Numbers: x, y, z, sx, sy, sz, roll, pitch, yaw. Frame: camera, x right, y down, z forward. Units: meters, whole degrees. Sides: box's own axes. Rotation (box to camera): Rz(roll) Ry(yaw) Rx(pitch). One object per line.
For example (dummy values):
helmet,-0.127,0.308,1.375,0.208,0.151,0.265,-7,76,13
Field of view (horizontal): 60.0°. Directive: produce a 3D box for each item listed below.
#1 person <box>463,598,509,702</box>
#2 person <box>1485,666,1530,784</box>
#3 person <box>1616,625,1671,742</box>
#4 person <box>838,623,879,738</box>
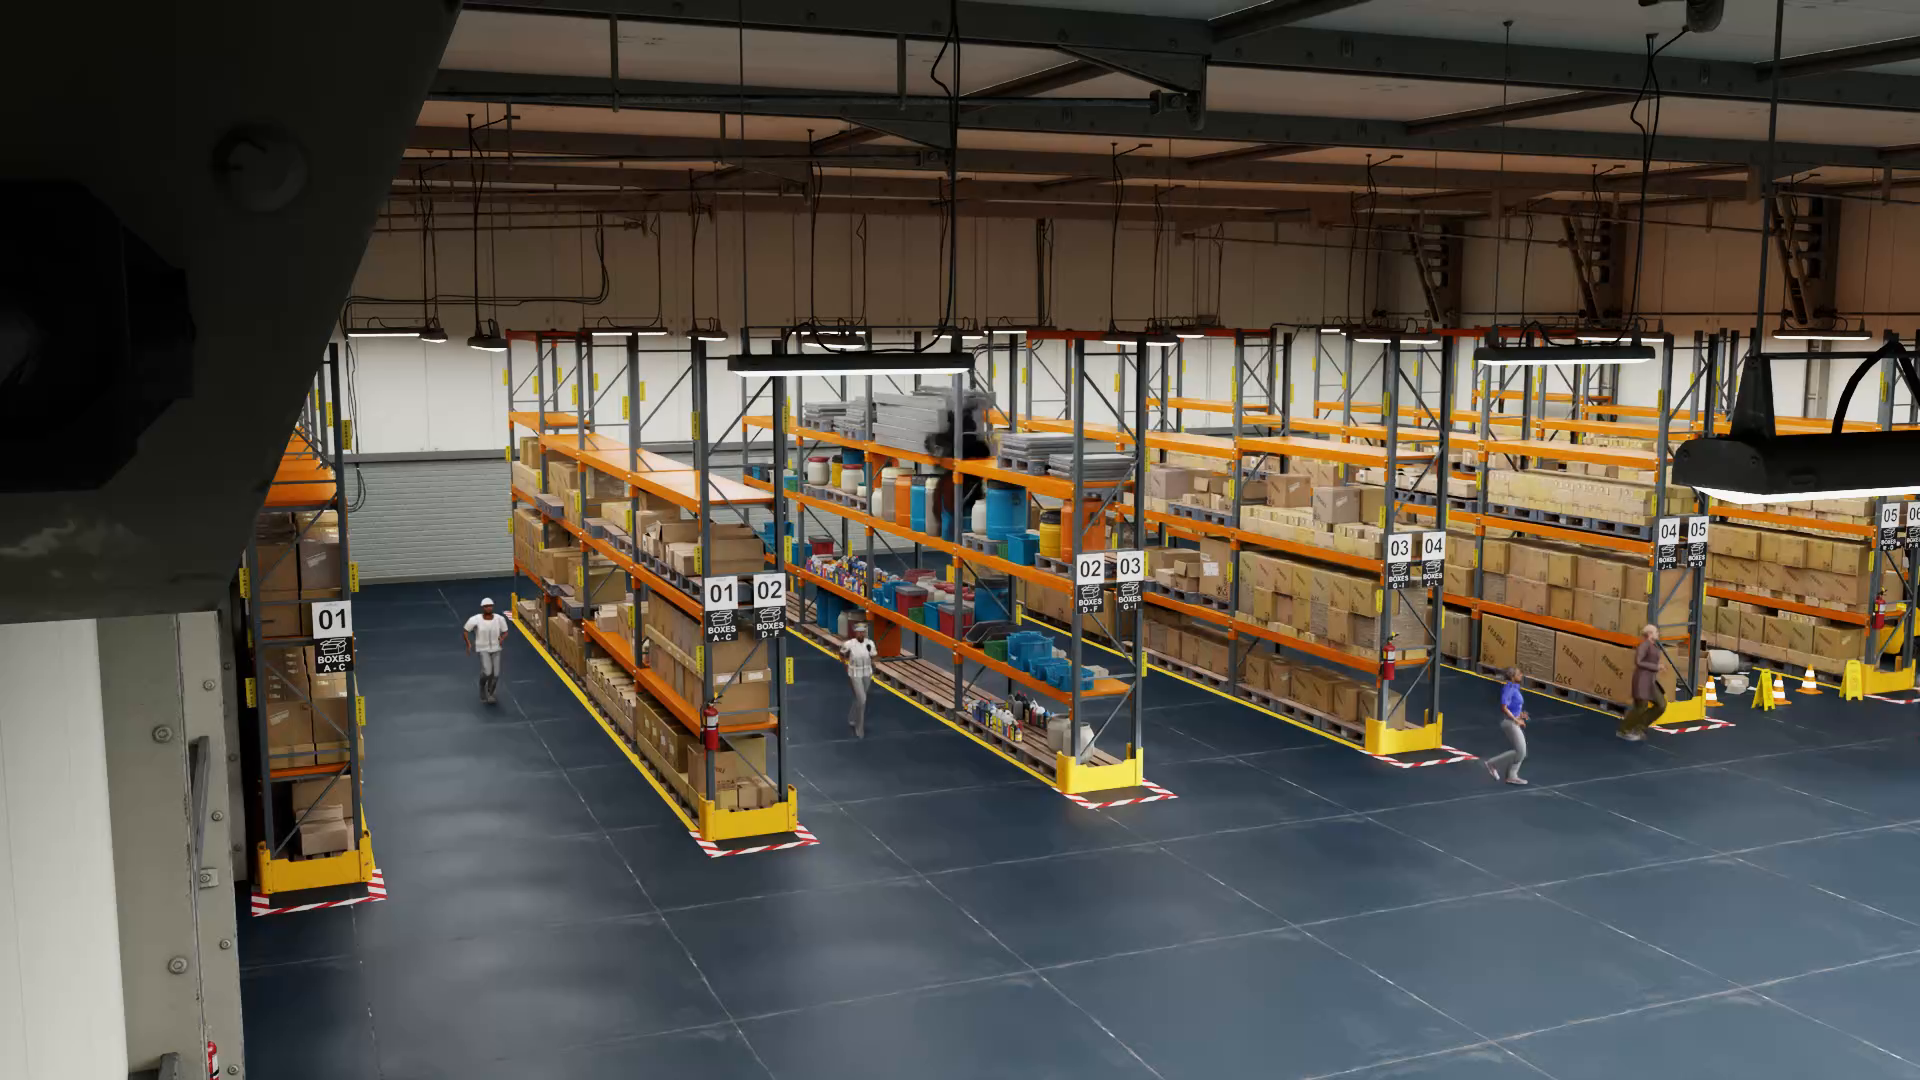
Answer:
person,-7.657,1.800,27.031,0.692,1.724,0.607,-5,9,-31
person,7.399,2.499,22.435,0.568,1.599,0.602,2,8,17
person,10.230,2.132,24.721,0.695,1.750,0.714,7,11,43
person,-1.503,2.097,25.174,0.546,1.766,0.756,-4,9,-29
